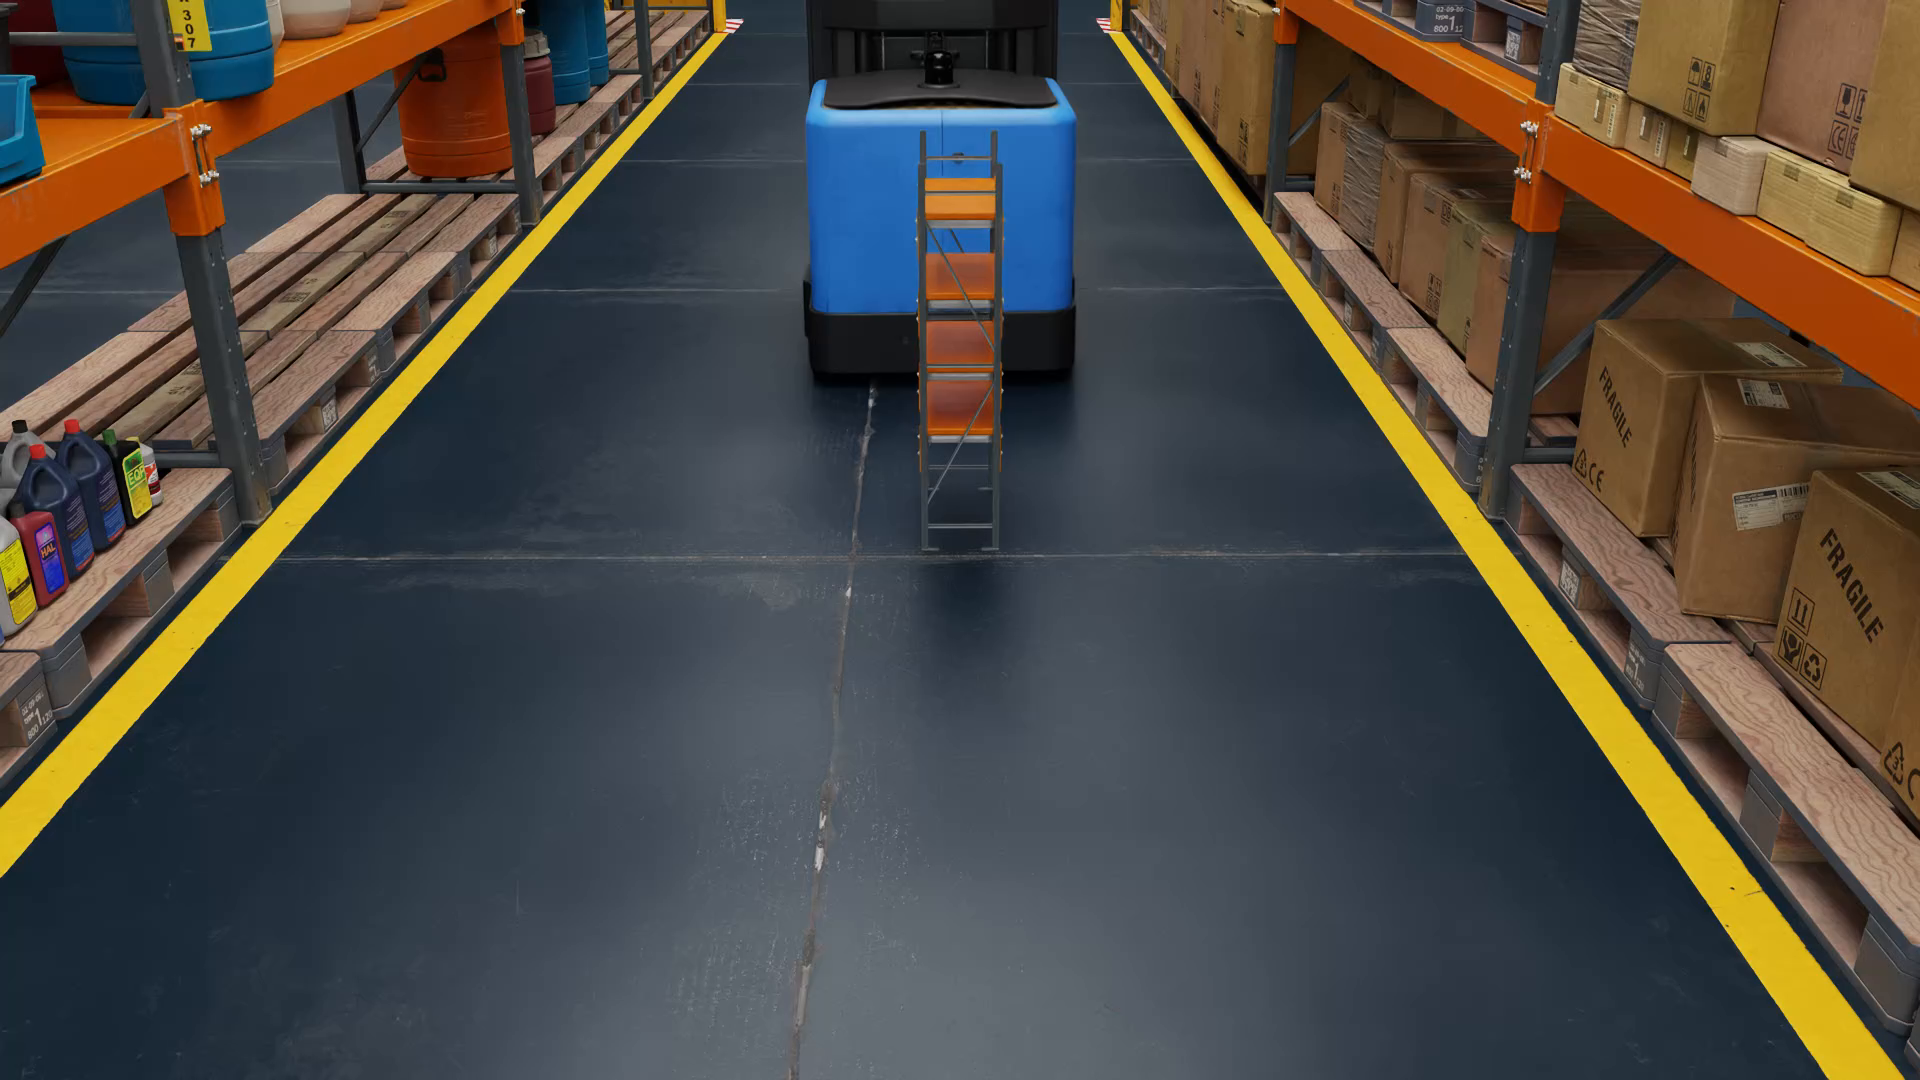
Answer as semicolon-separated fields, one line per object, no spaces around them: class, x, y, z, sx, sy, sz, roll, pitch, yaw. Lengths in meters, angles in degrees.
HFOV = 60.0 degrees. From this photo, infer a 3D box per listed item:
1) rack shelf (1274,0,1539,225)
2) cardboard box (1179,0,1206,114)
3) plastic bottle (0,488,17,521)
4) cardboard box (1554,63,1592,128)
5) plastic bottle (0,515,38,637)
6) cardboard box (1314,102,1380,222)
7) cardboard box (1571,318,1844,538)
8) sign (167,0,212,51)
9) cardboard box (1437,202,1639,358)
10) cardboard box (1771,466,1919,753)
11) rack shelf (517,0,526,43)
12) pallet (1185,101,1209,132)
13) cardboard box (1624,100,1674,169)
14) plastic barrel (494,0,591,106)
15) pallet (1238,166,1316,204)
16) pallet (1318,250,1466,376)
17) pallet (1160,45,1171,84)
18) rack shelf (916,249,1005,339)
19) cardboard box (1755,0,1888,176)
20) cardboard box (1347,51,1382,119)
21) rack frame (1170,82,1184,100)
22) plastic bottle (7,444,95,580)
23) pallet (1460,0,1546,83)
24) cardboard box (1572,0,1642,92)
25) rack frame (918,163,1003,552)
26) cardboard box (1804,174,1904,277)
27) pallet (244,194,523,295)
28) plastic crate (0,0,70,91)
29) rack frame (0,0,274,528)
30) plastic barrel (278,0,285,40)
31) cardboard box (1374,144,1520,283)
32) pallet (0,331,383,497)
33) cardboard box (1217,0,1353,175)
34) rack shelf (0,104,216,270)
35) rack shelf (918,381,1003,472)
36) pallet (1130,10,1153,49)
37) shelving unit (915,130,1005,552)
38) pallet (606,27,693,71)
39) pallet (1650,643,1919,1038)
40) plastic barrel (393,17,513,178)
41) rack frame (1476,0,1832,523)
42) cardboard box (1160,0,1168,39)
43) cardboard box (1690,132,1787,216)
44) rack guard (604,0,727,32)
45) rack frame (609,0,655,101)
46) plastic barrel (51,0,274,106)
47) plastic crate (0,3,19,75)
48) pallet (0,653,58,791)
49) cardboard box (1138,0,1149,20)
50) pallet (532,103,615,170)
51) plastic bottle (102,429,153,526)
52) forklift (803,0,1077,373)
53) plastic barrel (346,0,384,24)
rack shelf;2.183;-1.947;6.788;1.077;0.370;4.000;0;24;-1
cardboard box;2.155;-3.338;11.060;1.225;0.875;0.875;-1;24;-2
plastic bottle;-2.598;-0.034;4.455;0.152;0.276;0.135;0;24;-1
cardboard box;1.907;-1.246;4.670;0.380;0.149;0.250;0;24;-1
plastic bottle;-2.447;0.054;4.170;0.144;0.351;0.185;0;24;-1
cardboard box;2.189;-1.884;8.276;0.700;0.500;0.500;-2;24;-3
cardboard box;2.169;-0.338;4.881;0.500;0.500;0.500;-1;24;-2
sign;-2.198;-1.552;4.706;0.100;0.325;0.005;0;24;-1
cardboard box;2.233;-0.962;6.236;0.700;0.500;0.500;0;24;-1
cardboard box;2.268;0.153;3.794;0.500;0.500;0.500;-2;24;-5
rack shelf;-2.813;-3.573;10.383;1.077;0.370;4.000;0;24;-1
pallet;2.201;-3.159;11.978;1.003;0.211;1.213;0;24;-1
cardboard box;1.927;-1.040;4.215;0.380;0.149;0.250;0;24;-1
plastic barrel;-2.838;-3.444;11.262;0.600;0.901;0.708;0;24;-1
pallet;2.228;-2.153;9.755;1.003;0.211;1.213;0;24;-1
pallet;2.179;-1.005;7.215;1.003;0.211;1.213;0;24;-1
pallet;2.188;-3.790;13.374;1.003;0.211;1.213;0;24;-1
rack shelf;-0.002;-0.757;5.089;0.258;0.148;0.480;0;24;-1
cardboard box;2.224;-1.034;3.414;0.875;0.500;0.500;0;24;-1
cardboard box;2.199;-2.226;8.121;0.500;0.250;0.500;1;24;2
rack frame;2.118;-4.747;12.106;1.000;3.000;0.127;0;24;-1
plastic bottle;-2.450;-0.079;4.464;0.144;0.351;0.185;-1;24;-3
pallet;2.342;-1.679;5.555;1.003;0.211;1.213;0;24;-1
cardboard box;2.148;-1.446;4.325;0.875;0.500;0.500;0;24;-1
rack frame;0.001;-0.514;4.931;0.240;1.200;0.015;0;24;-1
cardboard box;1.936;-0.628;3.304;0.380;0.149;0.250;0;24;-1
pallet;-2.822;-1.487;8.281;1.003;0.211;1.213;0;24;-1
plastic crate;-3.059;-1.656;5.193;0.402;0.464;0.583;0;24;-1
rack frame;-2.748;-1.428;4.768;1.000;3.000;0.127;0;24;-1
plastic barrel;-2.609;-1.911;6.004;0.301;0.262;0.301;0;24;0
cardboard box;2.221;-1.422;7.254;0.700;0.500;0.500;2;24;4
pallet;-2.795;-0.481;6.058;1.003;0.211;1.213;0;24;-1
cardboard box;2.175;-2.607;9.442;1.225;0.875;0.875;-1;24;-3
rack shelf;-2.726;-0.276;3.094;1.077;0.370;4.000;0;24;-1
rack shelf;-0.002;-0.373;5.263;0.258;0.148;0.480;0;24;-1
pallet;2.161;-4.796;15.597;1.003;0.211;1.213;0;24;-1
shelving unit;-0.002;-0.615;5.154;0.258;1.200;0.503;0;24;-1
pallet;-2.898;-4.261;14.415;1.003;0.211;1.213;0;24;-1
pallet;2.264;0.601;3.666;1.003;0.211;1.213;0;24;-1
plastic barrel;-2.814;-2.481;9.219;0.600;0.830;0.708;0;24;-1
rack frame;2.205;-1.451;4.817;1.000;3.000;0.127;0;24;-1
cardboard box;2.181;-4.613;13.879;0.875;0.875;0.875;0;24;-1
cardboard box;1.900;-0.834;3.759;0.380;0.149;0.250;0;24;-1
rack guard;-2.892;-5.244;16.238;1.175;0.500;0.348;0;24;-1
rack frame;-2.835;-4.725;12.057;1.000;3.000;0.127;0;24;-1
plastic barrel;-2.449;-1.817;5.020;0.600;0.901;0.708;0;24;-1
plastic crate;-2.869;-1.184;4.303;0.767;0.338;0.504;0;24;-1
pallet;-2.766;0.623;3.616;1.003;0.211;1.213;0;24;-1
cardboard box;2.161;-5.355;15.519;0.875;0.875;0.875;0;24;-1
pallet;-2.852;-2.632;10.814;1.003;0.211;1.213;0;24;-1
plastic bottle;-2.413;-0.194;4.802;0.061;0.283;0.133;1;24;2
forklift;-0.131;-2.553;7.339;1.130;2.935;3.031;-1;24;-2
plastic barrel;-2.552;-2.366;6.676;0.433;0.535;0.433;0;24;0
